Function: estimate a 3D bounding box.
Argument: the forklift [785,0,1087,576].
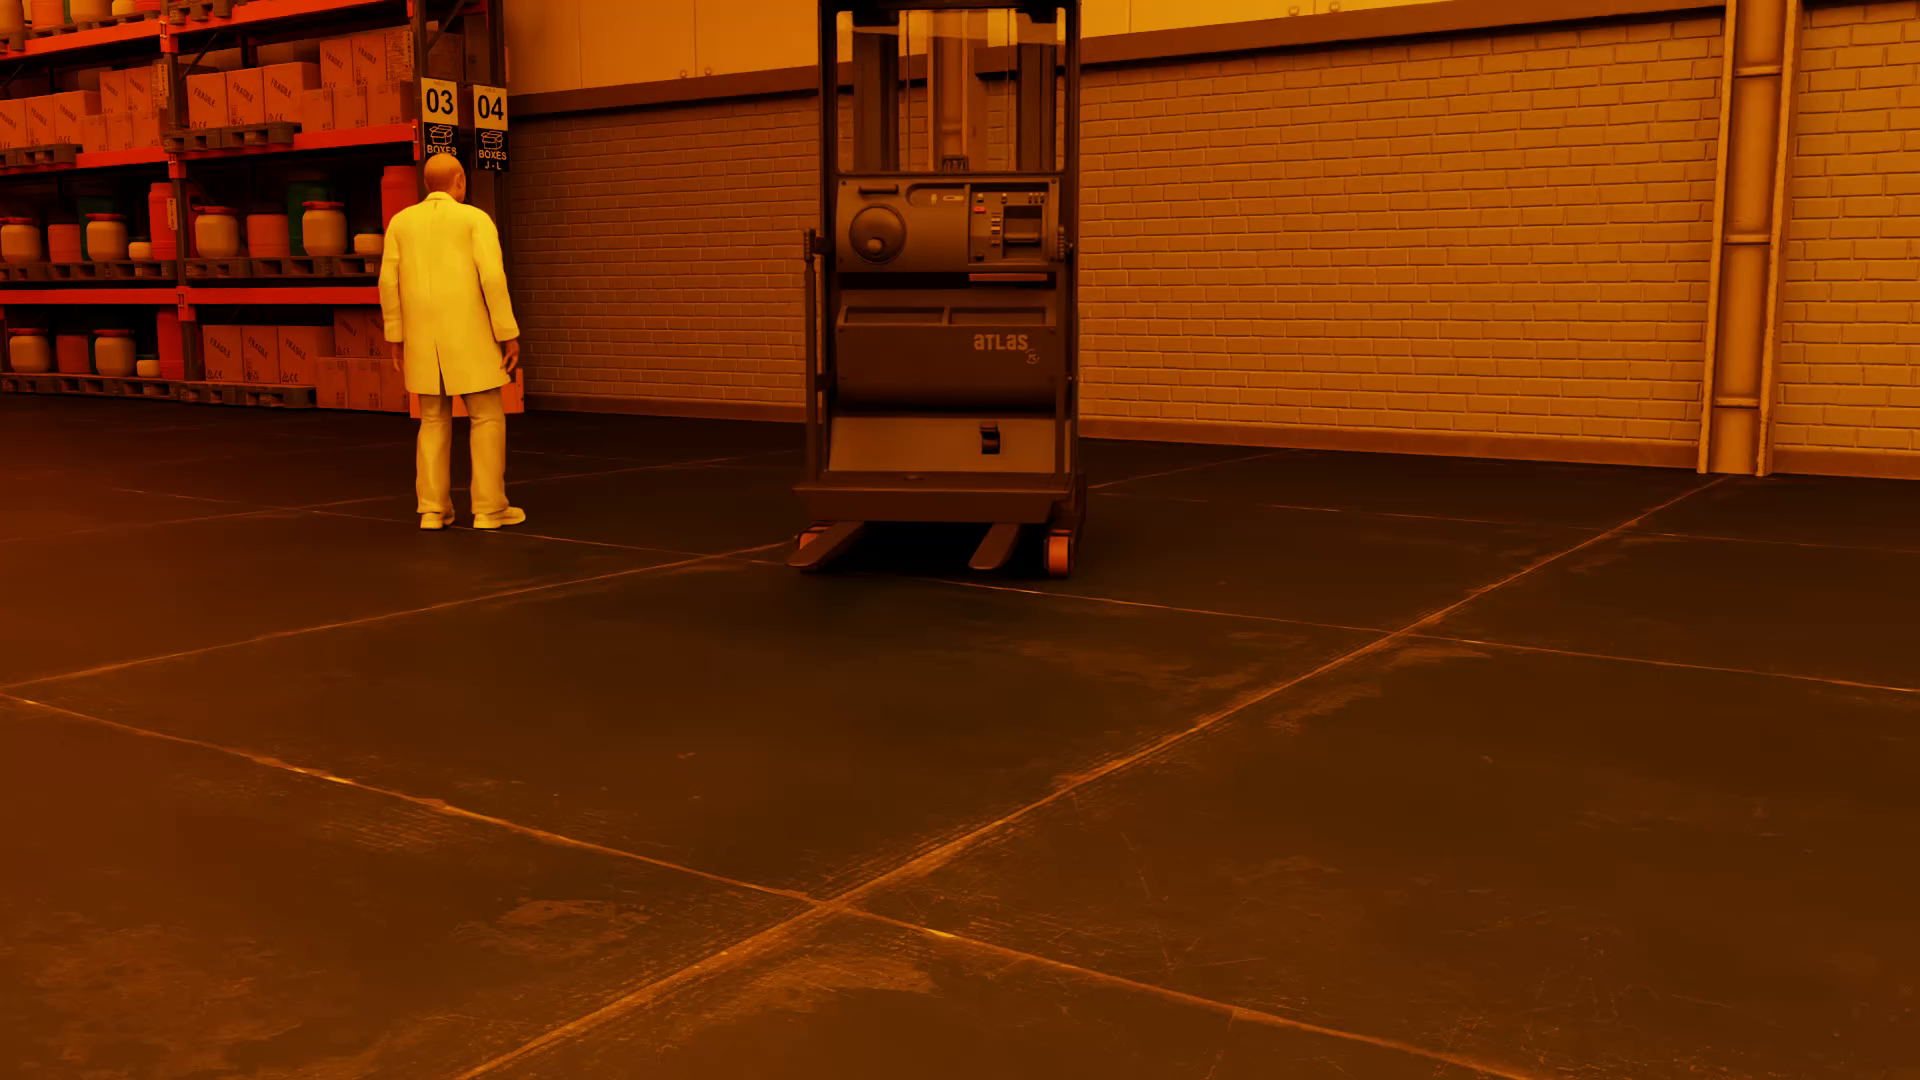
[{"bbox_3d":[-0.072,-1.355,6.722,1.130,2.935,3.031,1,8,6],"label":"forklift"}]

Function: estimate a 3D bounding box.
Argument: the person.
[{"bbox_3d":[-2.418,-0.944,7.946,0.678,1.772,0.447,1,8,9],"label":"person"}]
